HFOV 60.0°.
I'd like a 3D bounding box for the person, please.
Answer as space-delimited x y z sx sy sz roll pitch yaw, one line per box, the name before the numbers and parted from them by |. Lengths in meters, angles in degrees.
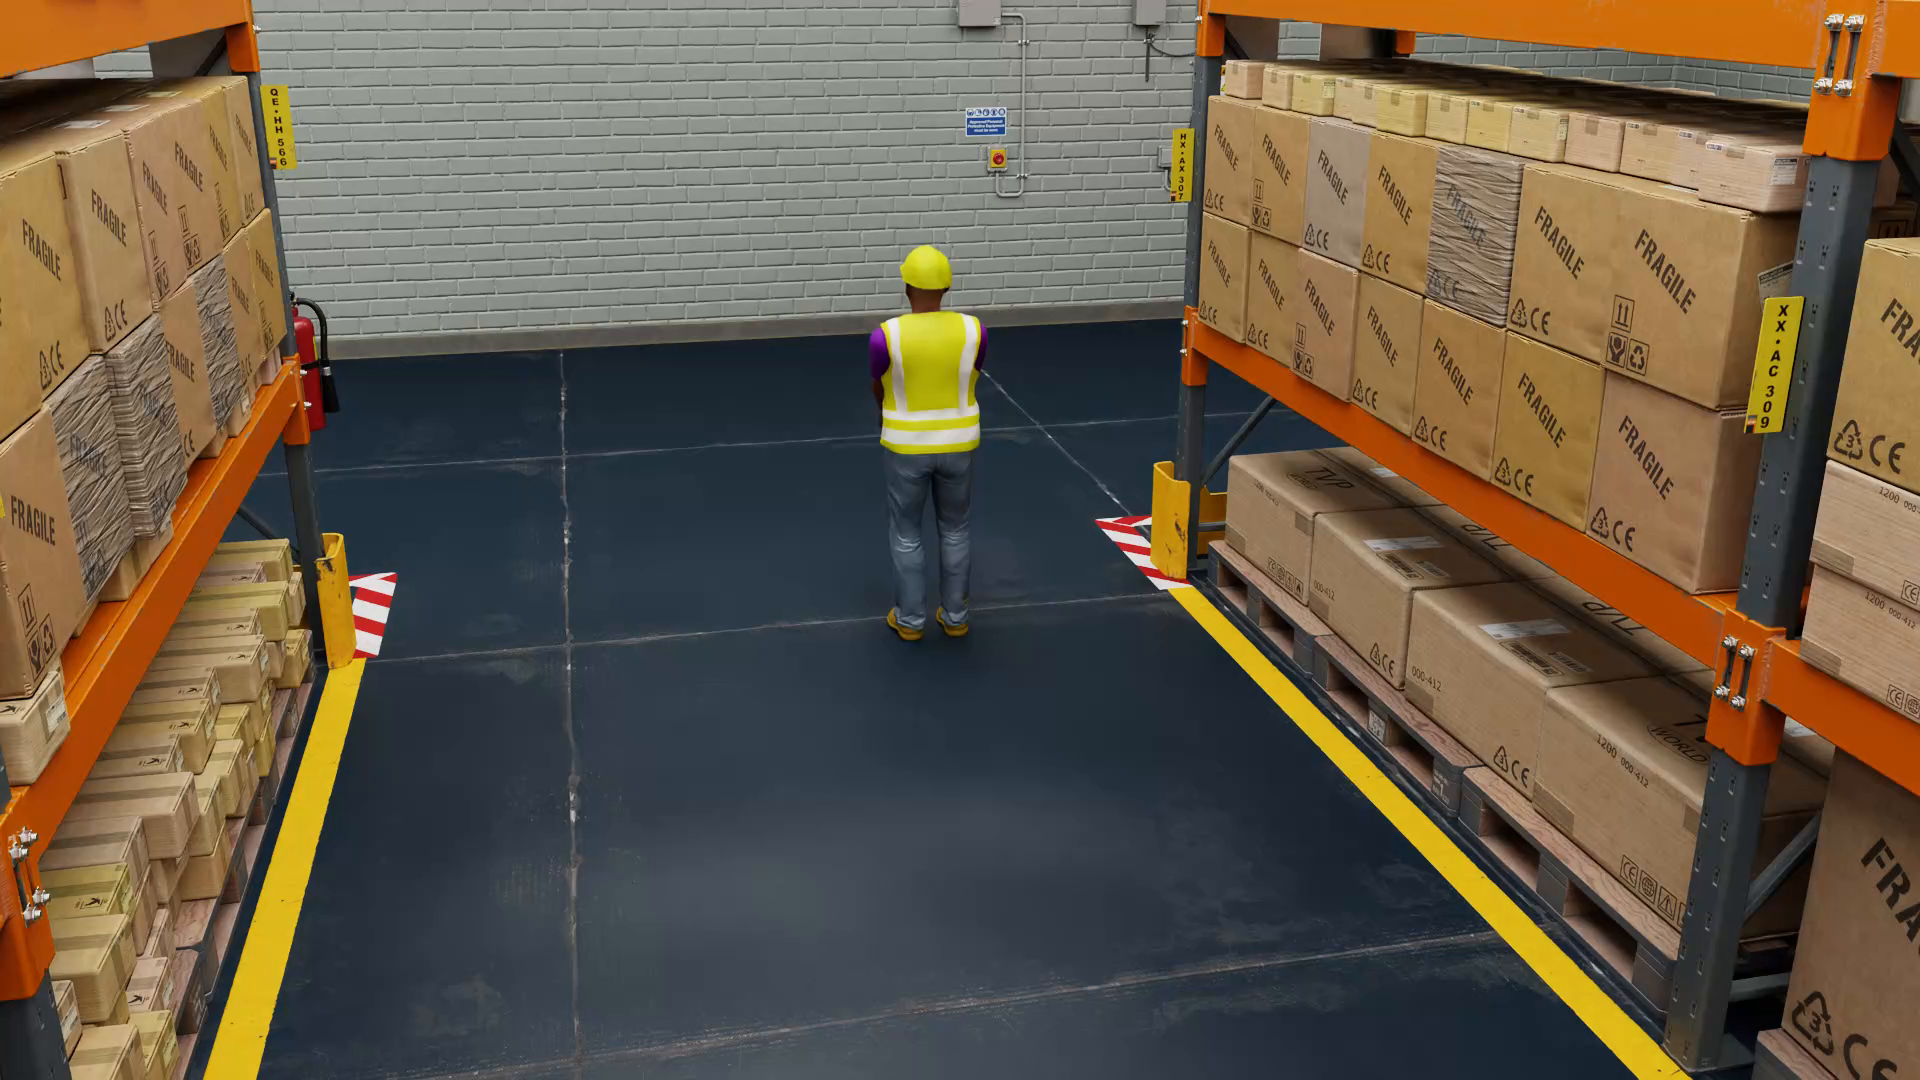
person | -0.162 -0.431 7.261 0.503 1.760 0.587 -4 20 -12
